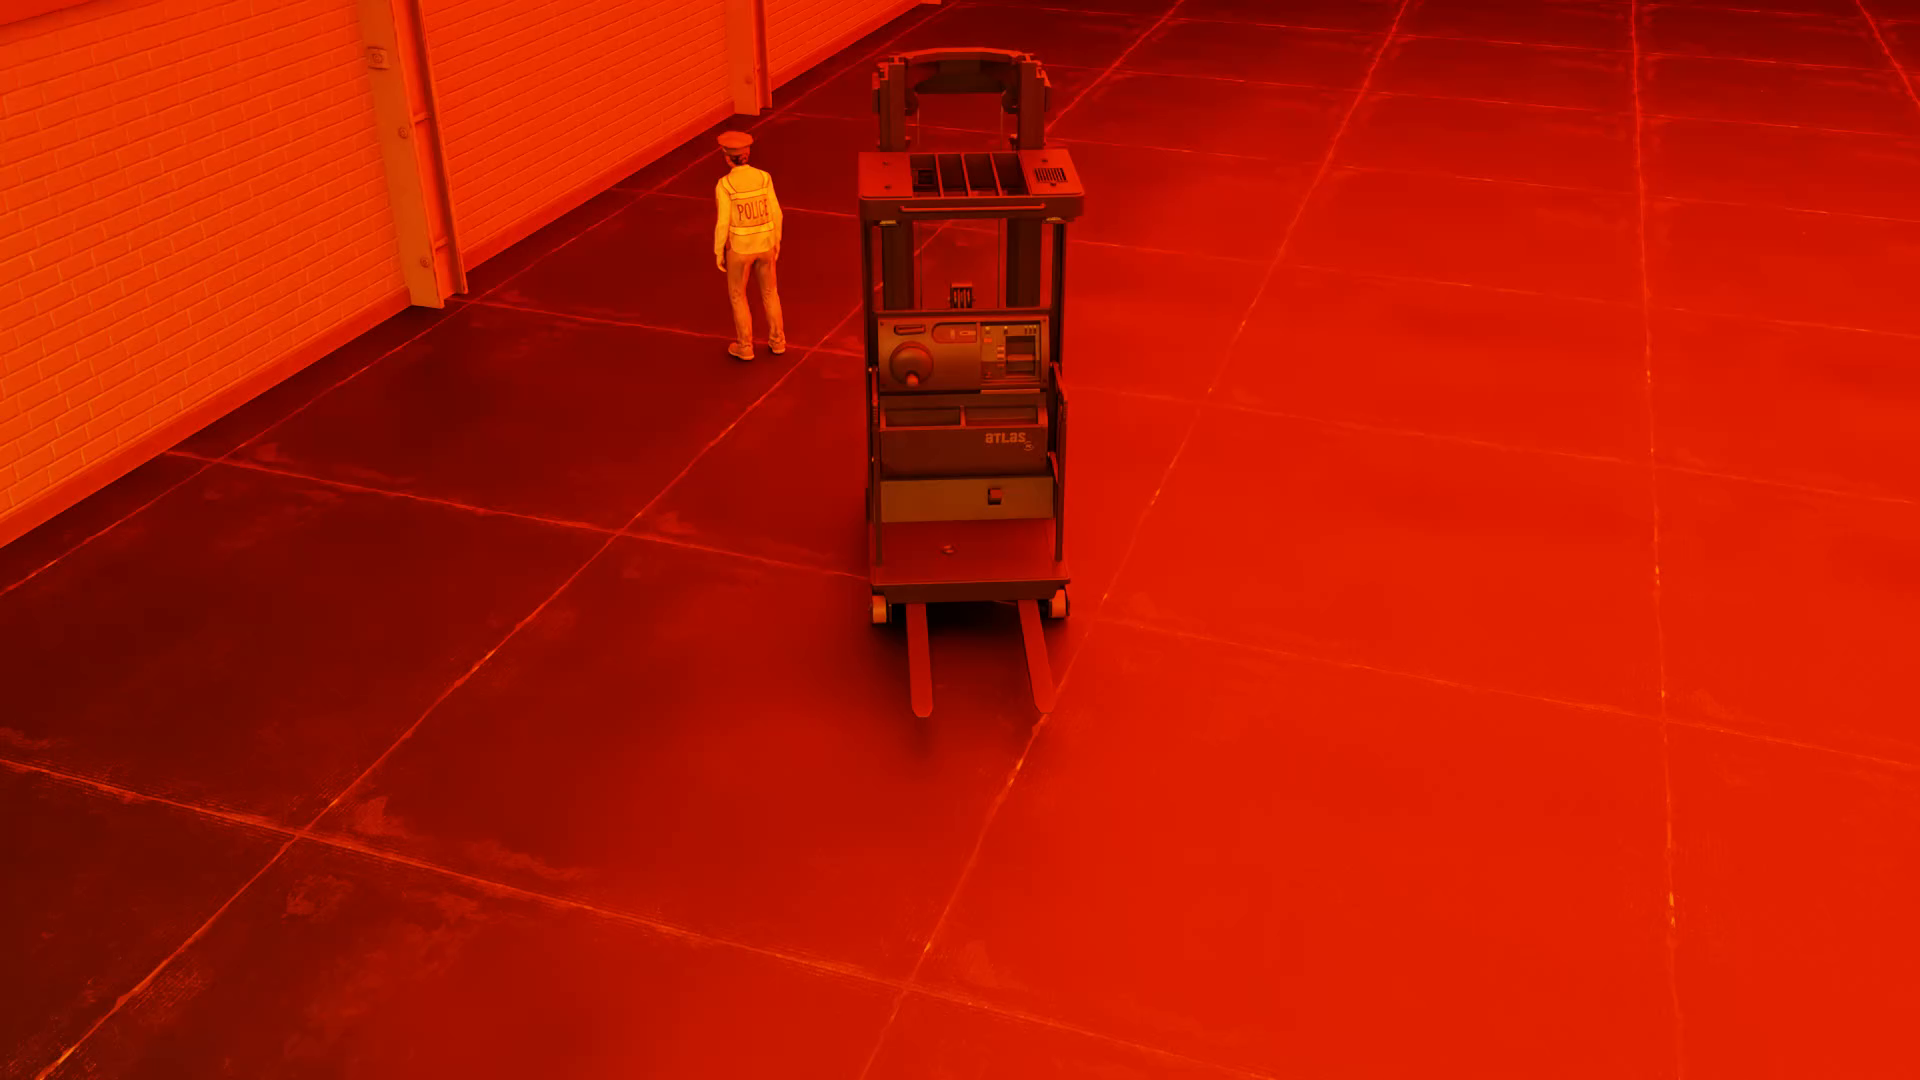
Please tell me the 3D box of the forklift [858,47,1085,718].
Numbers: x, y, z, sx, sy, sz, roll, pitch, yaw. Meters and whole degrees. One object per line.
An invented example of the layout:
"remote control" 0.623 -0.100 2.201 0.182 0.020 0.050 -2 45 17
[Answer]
"forklift" 0.035 -0.972 8.842 1.130 2.935 3.031 -2 30 -3

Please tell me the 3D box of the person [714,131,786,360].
"person" -1.543 -2.128 12.153 0.540 1.662 0.374 -16 33 -26
